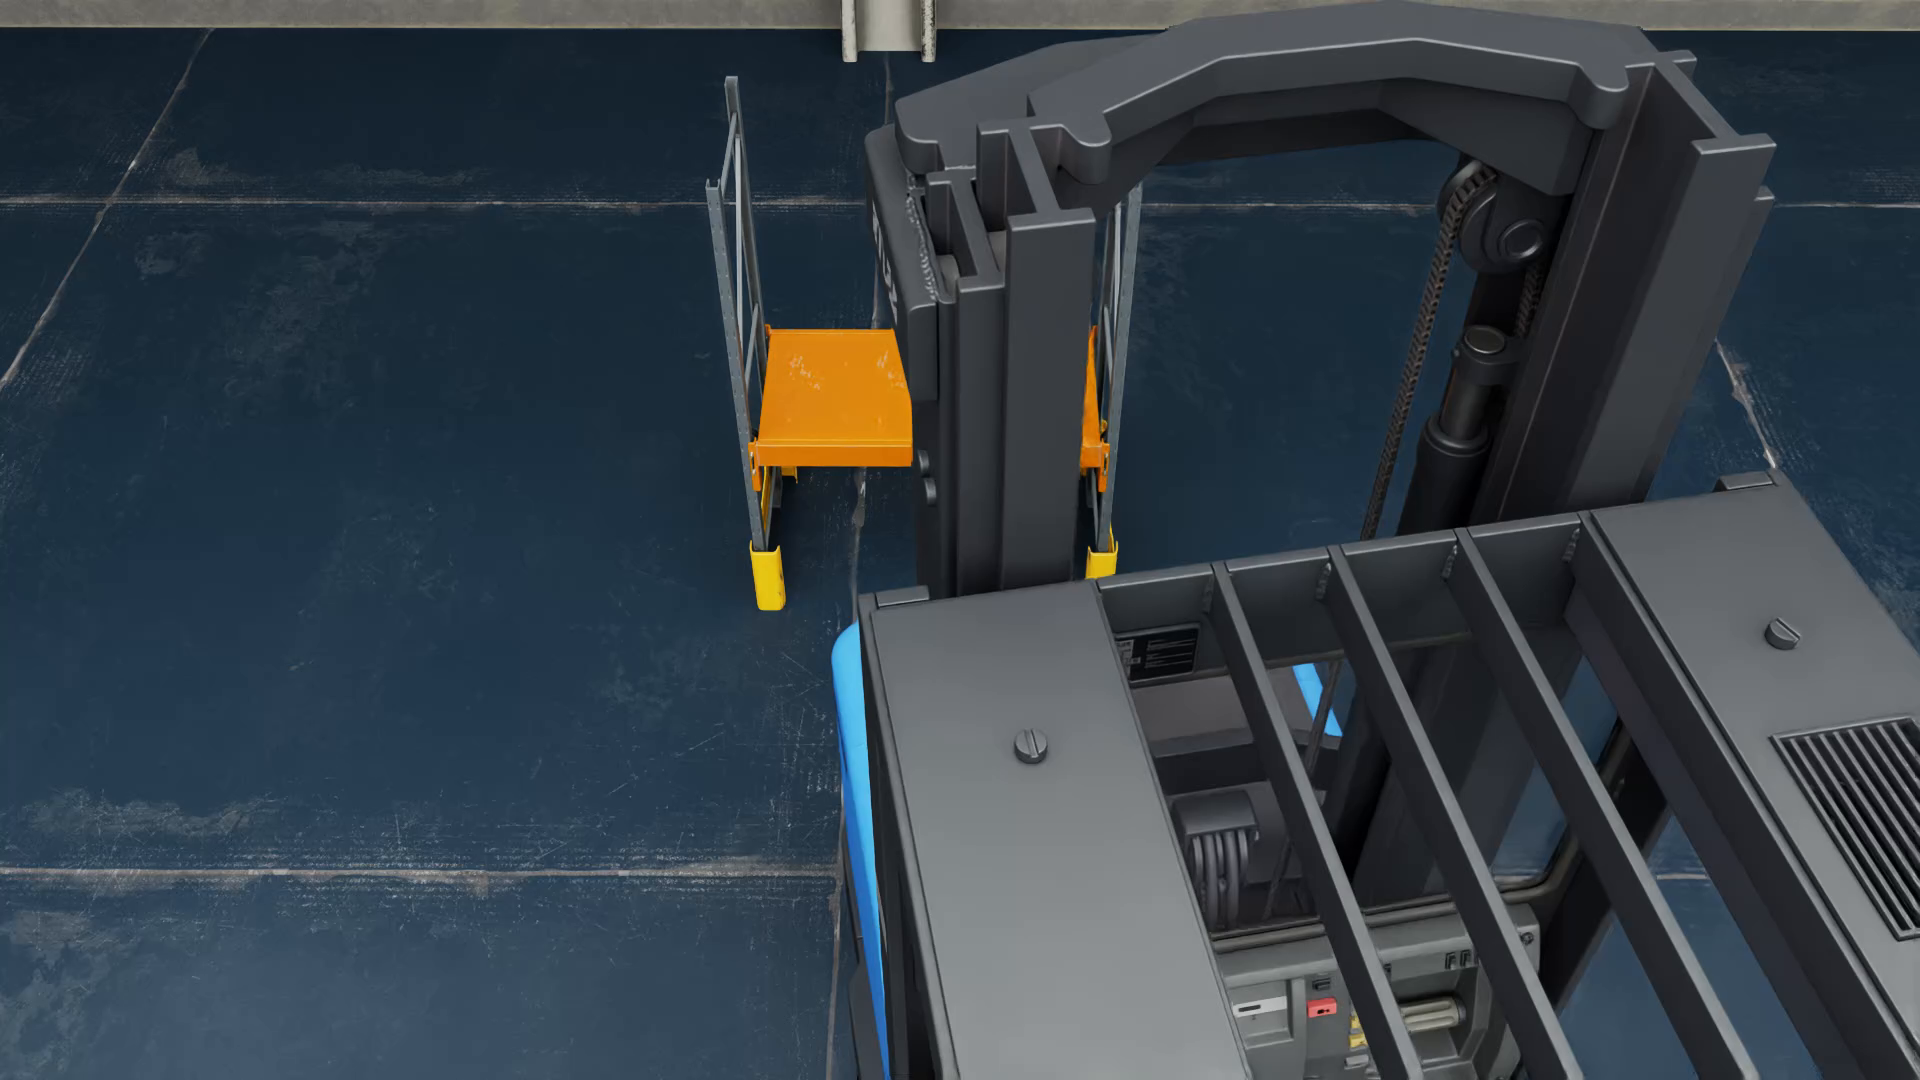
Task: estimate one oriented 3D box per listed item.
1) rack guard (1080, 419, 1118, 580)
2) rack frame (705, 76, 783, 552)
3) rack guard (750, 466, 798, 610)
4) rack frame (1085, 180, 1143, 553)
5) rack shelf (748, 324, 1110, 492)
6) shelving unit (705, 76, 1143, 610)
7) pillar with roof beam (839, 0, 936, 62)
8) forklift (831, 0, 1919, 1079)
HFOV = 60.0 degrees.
[{"bbox_3d":[0.422,-0.084,5.157,0.087,0.250,0.587,0,47,0],"label":"rack guard"},{"bbox_3d":[-0.594,-0.513,4.703,0.032,1.500,0.500,0,47,0],"label":"rack frame"},{"bbox_3d":[-0.574,-0.087,5.160,0.087,0.250,0.587,0,47,0],"label":"rack guard"},{"bbox_3d":[0.423,-0.510,4.700,0.032,1.500,0.500,0,47,0],"label":"rack frame"},{"bbox_3d":[-0.085,-0.389,4.833,1.000,0.185,0.538,0,47,0],"label":"rack shelf"},{"bbox_3d":[-0.076,-0.511,4.701,1.083,1.500,0.587,0,47,0],"label":"shelving unit"},{"bbox_3d":[-0.321,-2.089,1.047,0.400,9.000,9.100,0,47,0],"label":"pillar with roof beam"},{"bbox_3d":[0.476,0.908,2.403,1.130,2.935,3.031,-8,48,-7],"label":"forklift"}]
